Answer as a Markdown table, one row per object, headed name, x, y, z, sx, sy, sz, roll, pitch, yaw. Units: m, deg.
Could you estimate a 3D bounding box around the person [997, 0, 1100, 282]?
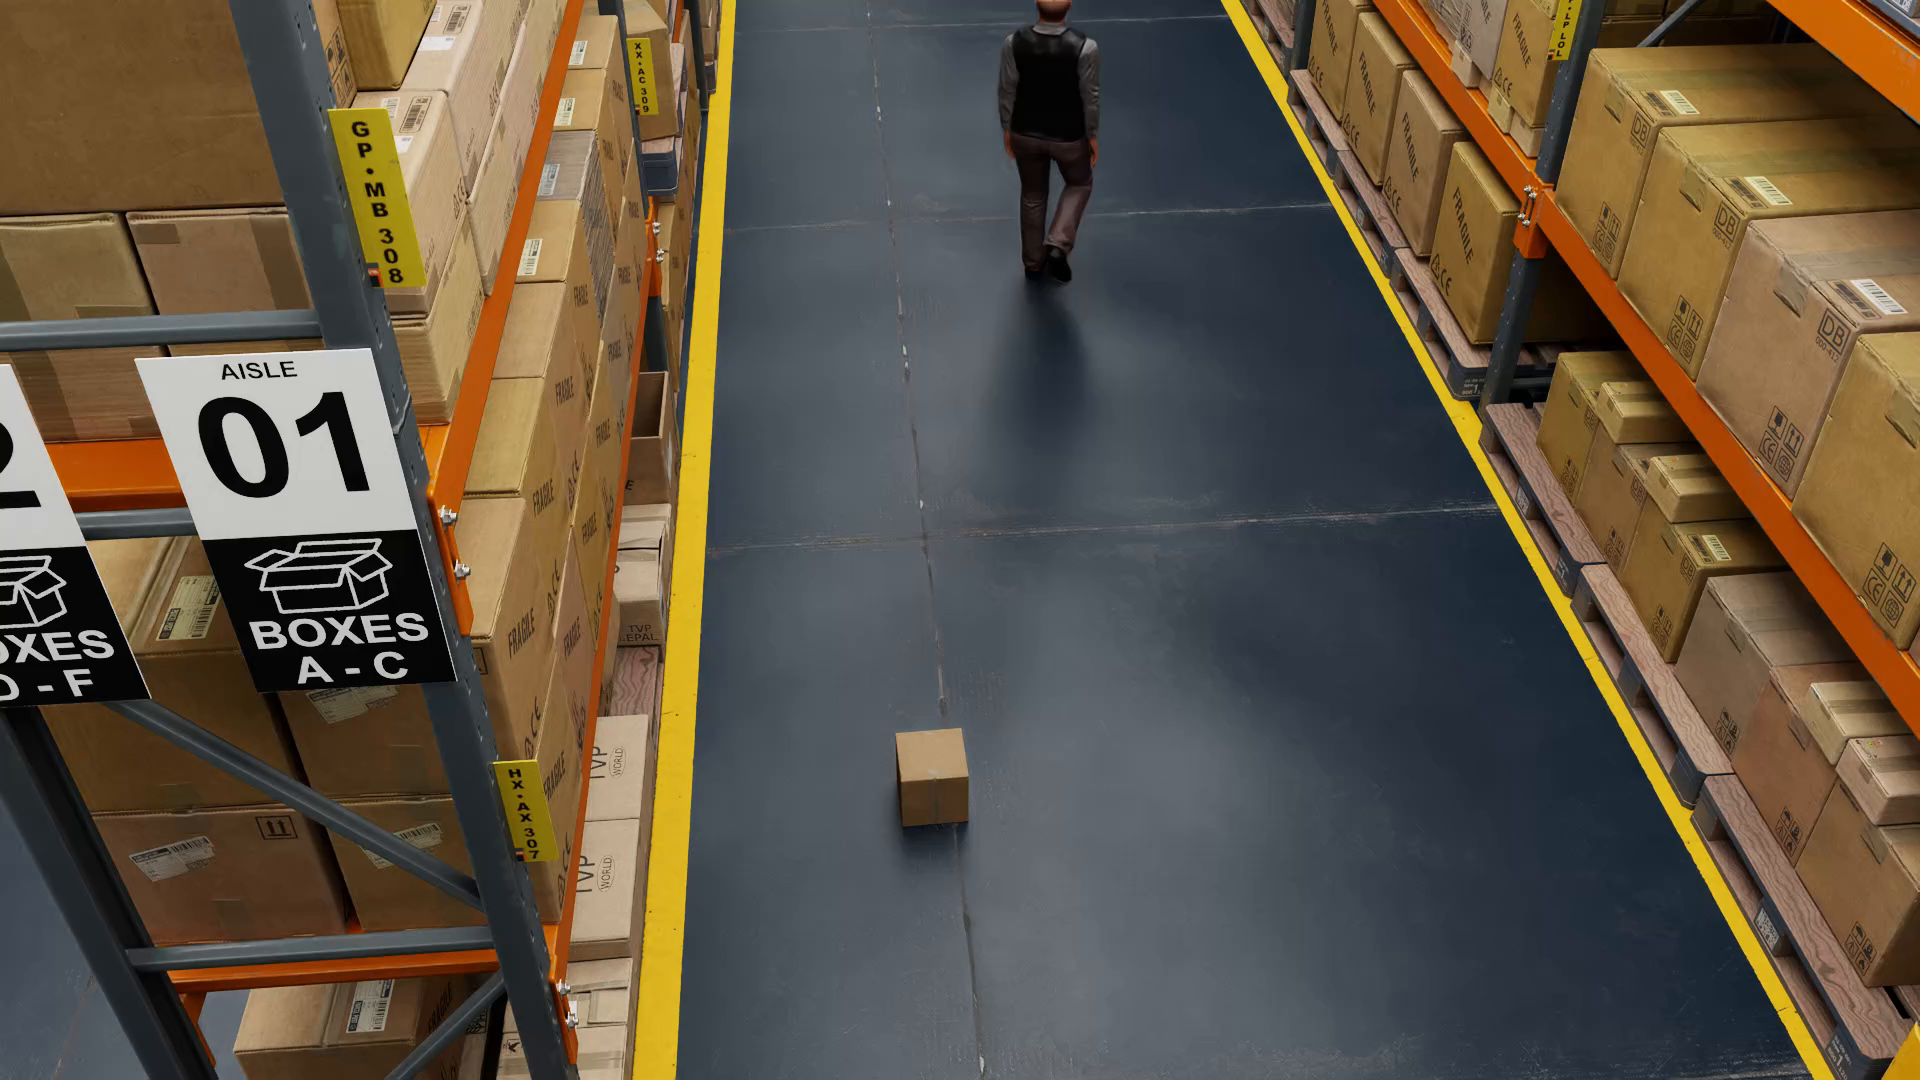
| name | x | y | z | sx | sy | sz | roll | pitch | yaw |
| --- | --- | --- | --- | --- | --- | --- | --- | --- | --- |
| person | 0.472 | -2.148 | 8.806 | 0.545 | 1.706 | 0.514 | 9 | 40 | 11 |
